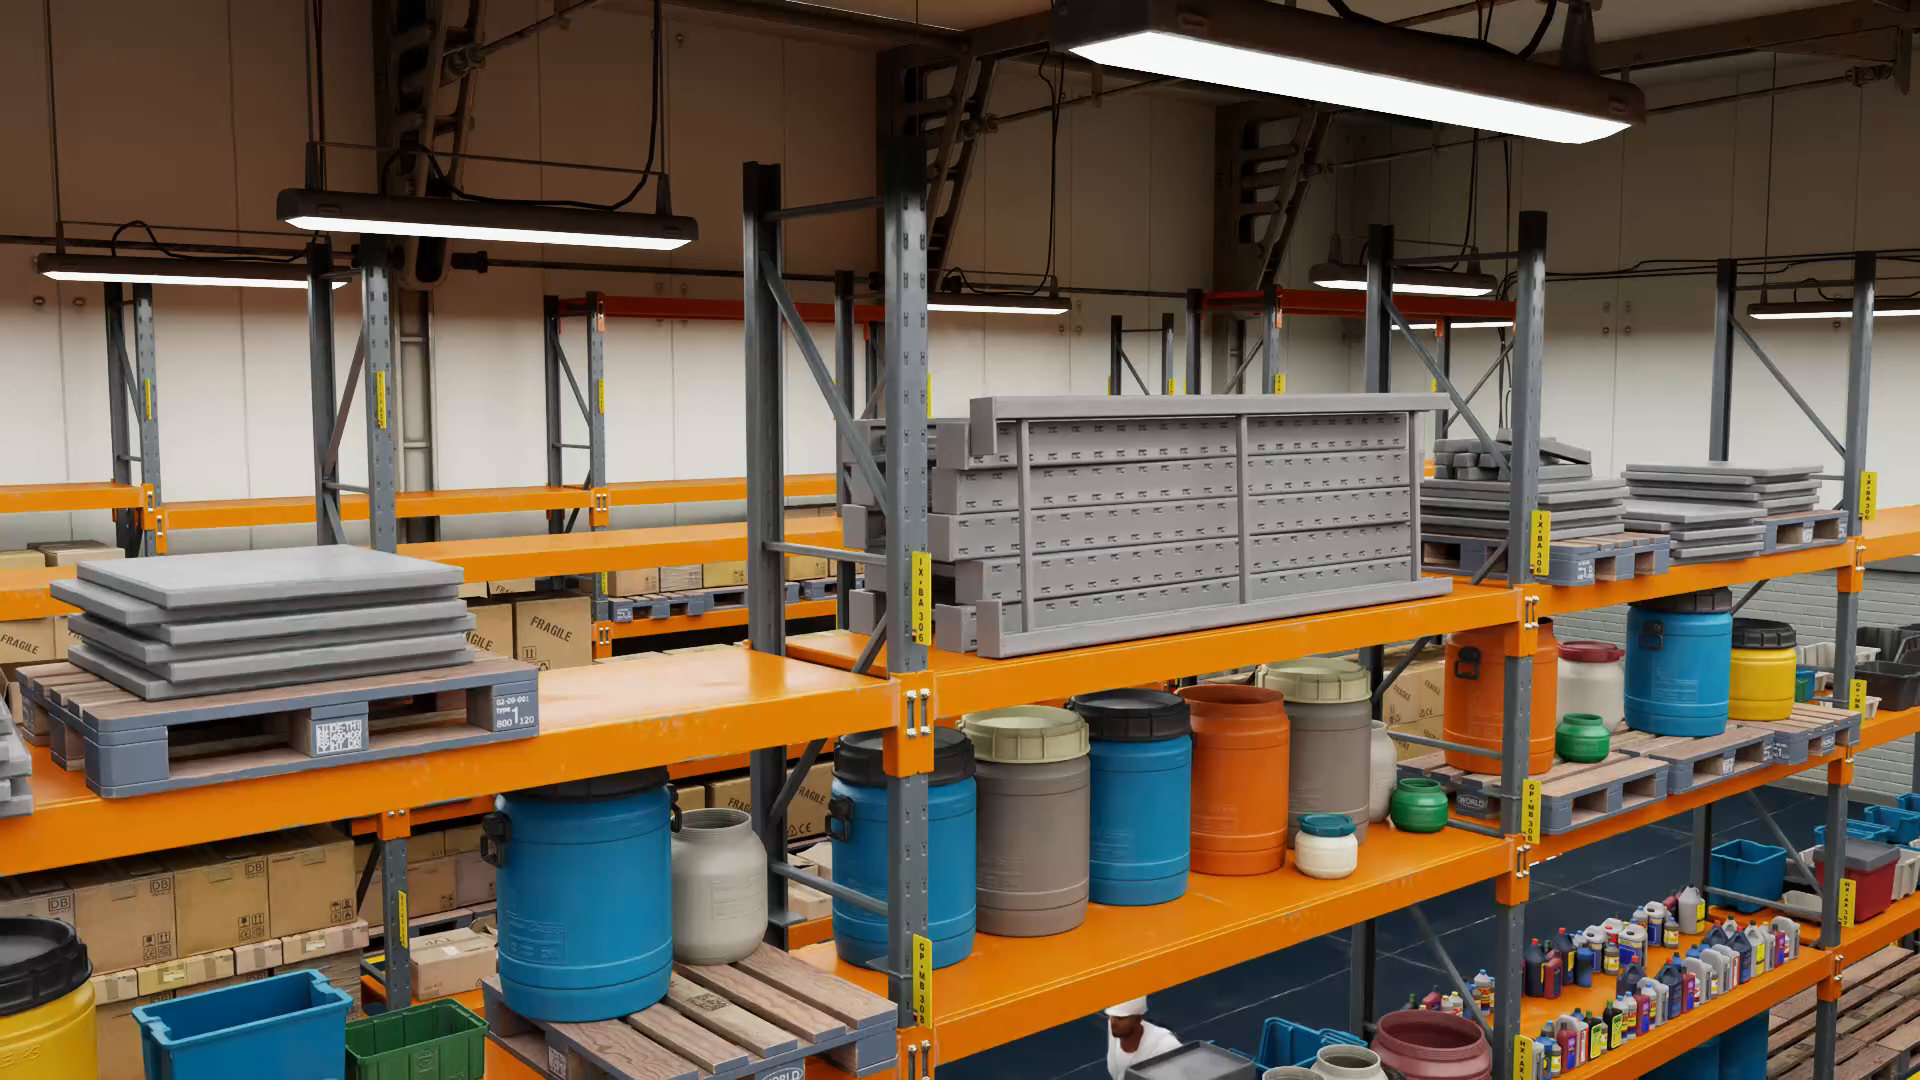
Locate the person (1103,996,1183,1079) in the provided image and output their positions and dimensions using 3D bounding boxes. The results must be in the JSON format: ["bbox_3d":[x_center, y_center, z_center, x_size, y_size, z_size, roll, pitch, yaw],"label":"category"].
[{"bbox_3d":[1.180,3.390,9.745,1.030,1.739,0.710,-4,7,-37],"label":"person"}]
